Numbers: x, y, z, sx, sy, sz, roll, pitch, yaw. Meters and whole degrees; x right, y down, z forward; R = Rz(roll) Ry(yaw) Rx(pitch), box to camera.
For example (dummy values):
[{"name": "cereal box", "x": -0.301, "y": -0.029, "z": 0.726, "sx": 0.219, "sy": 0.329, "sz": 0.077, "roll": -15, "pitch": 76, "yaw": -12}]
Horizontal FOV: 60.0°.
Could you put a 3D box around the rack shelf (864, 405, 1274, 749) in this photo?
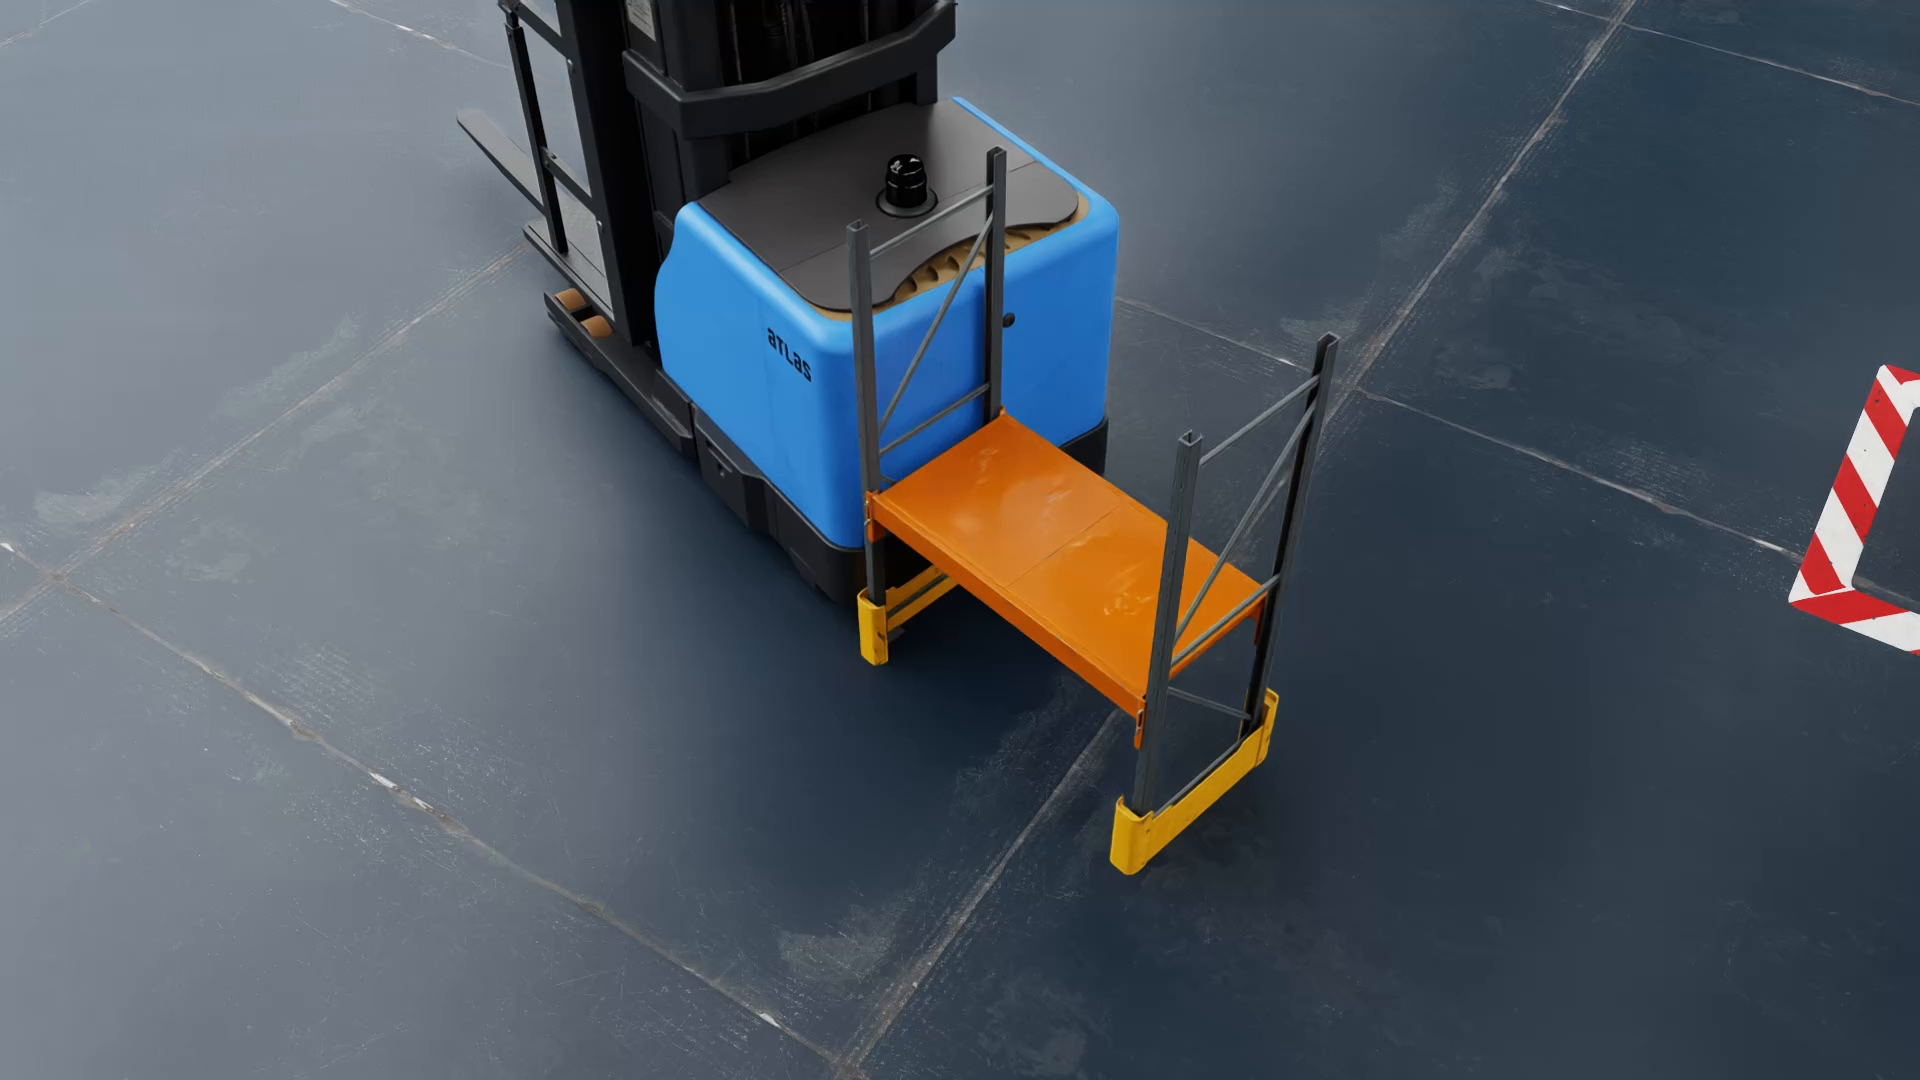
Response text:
[{"name": "rack shelf", "x": 0.278, "y": 0.065, "z": 4.392, "sx": 0.538, "sy": 0.185, "sz": 1.000, "roll": -35, "pitch": 55, "yaw": -29}]

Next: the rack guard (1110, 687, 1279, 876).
[{"name": "rack guard", "x": 0.630, "y": 0.638, "z": 4.456, "sx": 0.587, "sy": 0.250, "sz": 0.087, "roll": -35, "pitch": 55, "yaw": -29}]

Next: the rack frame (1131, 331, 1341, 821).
[{"name": "rack frame", "x": 0.630, "y": 0.203, "z": 4.007, "sx": 0.500, "sy": 1.500, "sz": 0.032, "roll": -35, "pitch": 55, "yaw": -29}]

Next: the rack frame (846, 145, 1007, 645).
[{"name": "rack frame", "x": -0.074, "y": -0.323, "z": 4.518, "sx": 0.500, "sy": 1.500, "sz": 0.032, "roll": -35, "pitch": 55, "yaw": -29}]

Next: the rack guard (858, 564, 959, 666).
[{"name": "rack guard", "x": -0.061, "y": 0.123, "z": 4.956, "sx": 0.587, "sy": 0.250, "sz": 0.087, "roll": -35, "pitch": 55, "yaw": -29}]

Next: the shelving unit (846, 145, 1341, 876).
[{"name": "shelving unit", "x": 0.284, "y": -0.055, "z": 4.258, "sx": 0.587, "sy": 1.500, "sz": 1.083, "roll": -35, "pitch": 55, "yaw": -29}]

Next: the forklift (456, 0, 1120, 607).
[{"name": "forklift", "x": -0.819, "y": -1.833, "z": 4.988, "sx": 1.130, "sy": 2.935, "sz": 3.031, "roll": -28, "pitch": 52, "yaw": -25}]
